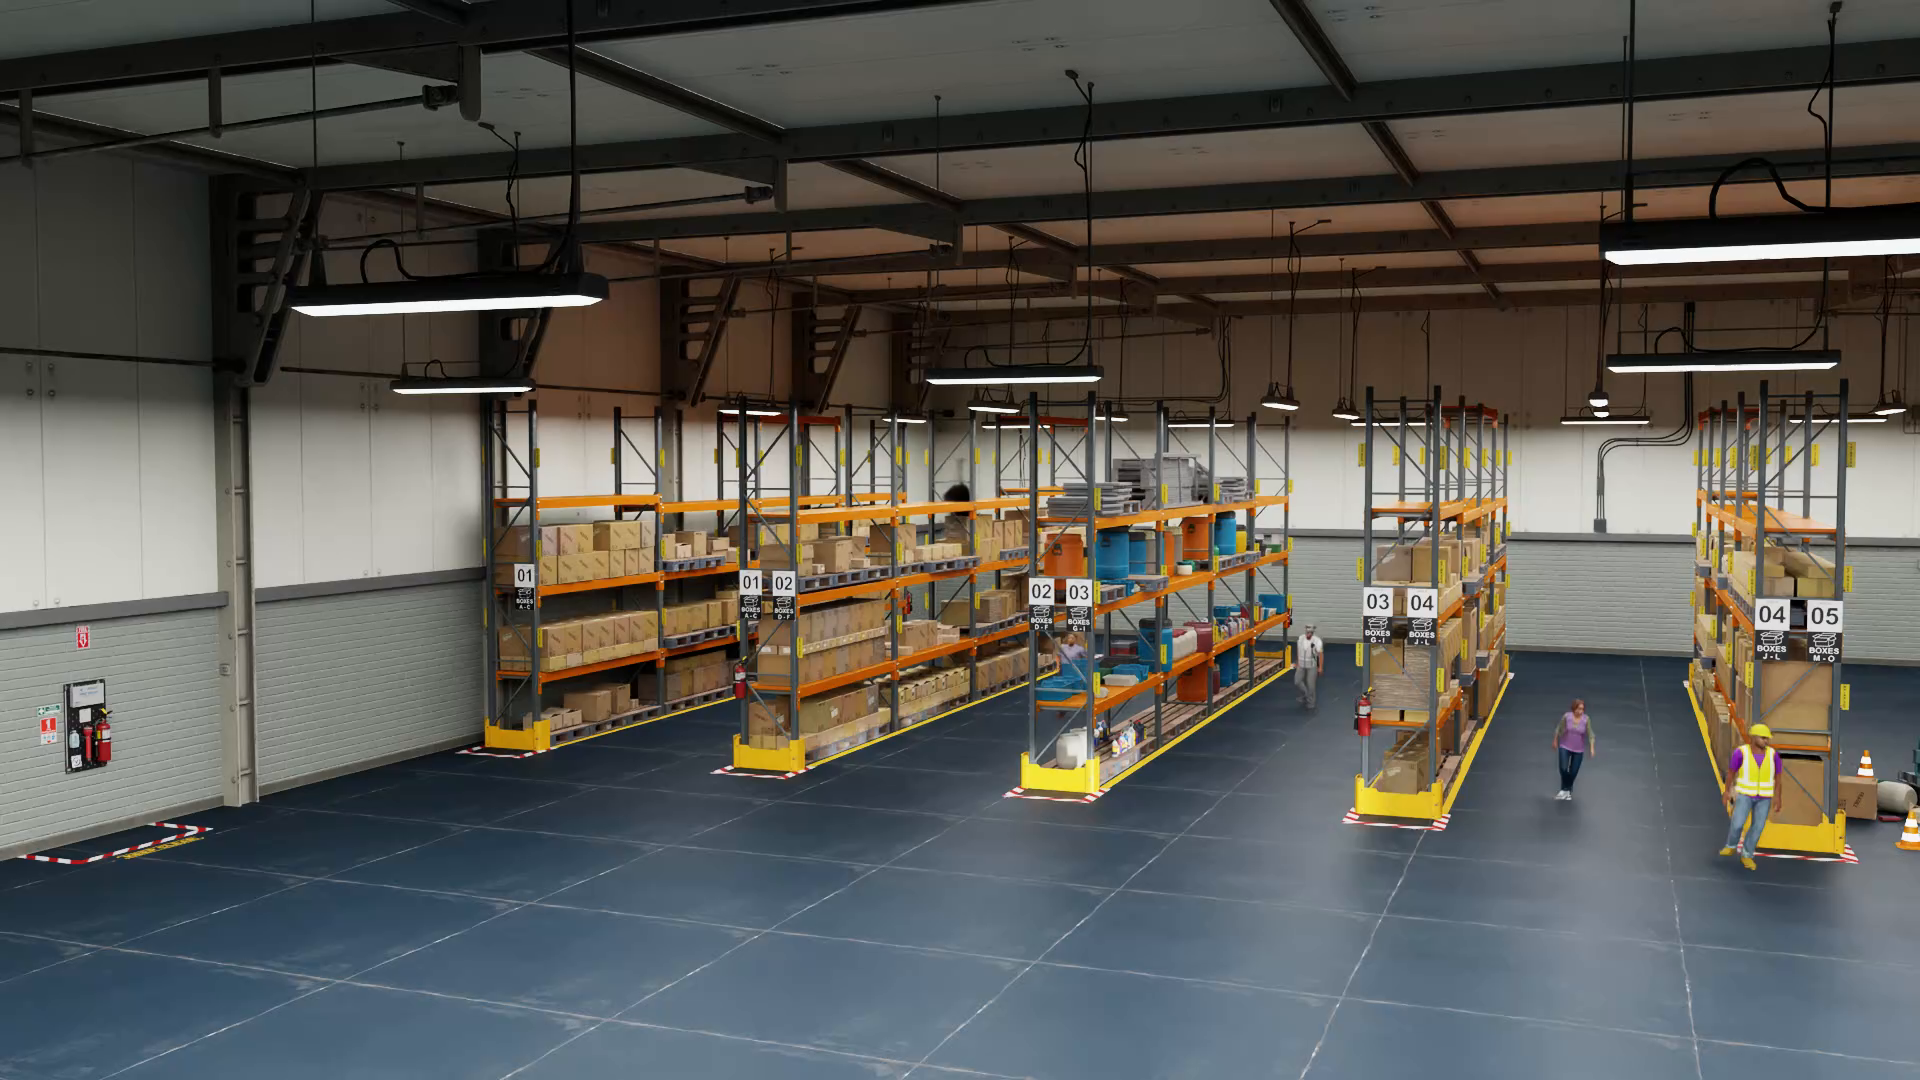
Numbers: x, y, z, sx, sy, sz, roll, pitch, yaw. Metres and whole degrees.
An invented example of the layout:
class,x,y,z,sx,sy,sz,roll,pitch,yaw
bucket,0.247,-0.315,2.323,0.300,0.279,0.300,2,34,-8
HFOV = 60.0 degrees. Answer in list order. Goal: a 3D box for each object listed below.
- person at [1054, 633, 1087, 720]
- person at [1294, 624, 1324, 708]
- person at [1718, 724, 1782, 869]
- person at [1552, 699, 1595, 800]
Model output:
class,x,y,z,sx,sy,sz,roll,pitch,yaw
person,2.094,2.619,32.077,0.708,1.675,0.766,2,3,31
person,6.991,2.511,33.294,0.718,1.698,0.617,2,3,36
person,9.667,3.125,20.335,0.678,1.786,0.483,0,3,10
person,8.874,3.039,24.032,0.524,1.524,0.717,0,3,9
